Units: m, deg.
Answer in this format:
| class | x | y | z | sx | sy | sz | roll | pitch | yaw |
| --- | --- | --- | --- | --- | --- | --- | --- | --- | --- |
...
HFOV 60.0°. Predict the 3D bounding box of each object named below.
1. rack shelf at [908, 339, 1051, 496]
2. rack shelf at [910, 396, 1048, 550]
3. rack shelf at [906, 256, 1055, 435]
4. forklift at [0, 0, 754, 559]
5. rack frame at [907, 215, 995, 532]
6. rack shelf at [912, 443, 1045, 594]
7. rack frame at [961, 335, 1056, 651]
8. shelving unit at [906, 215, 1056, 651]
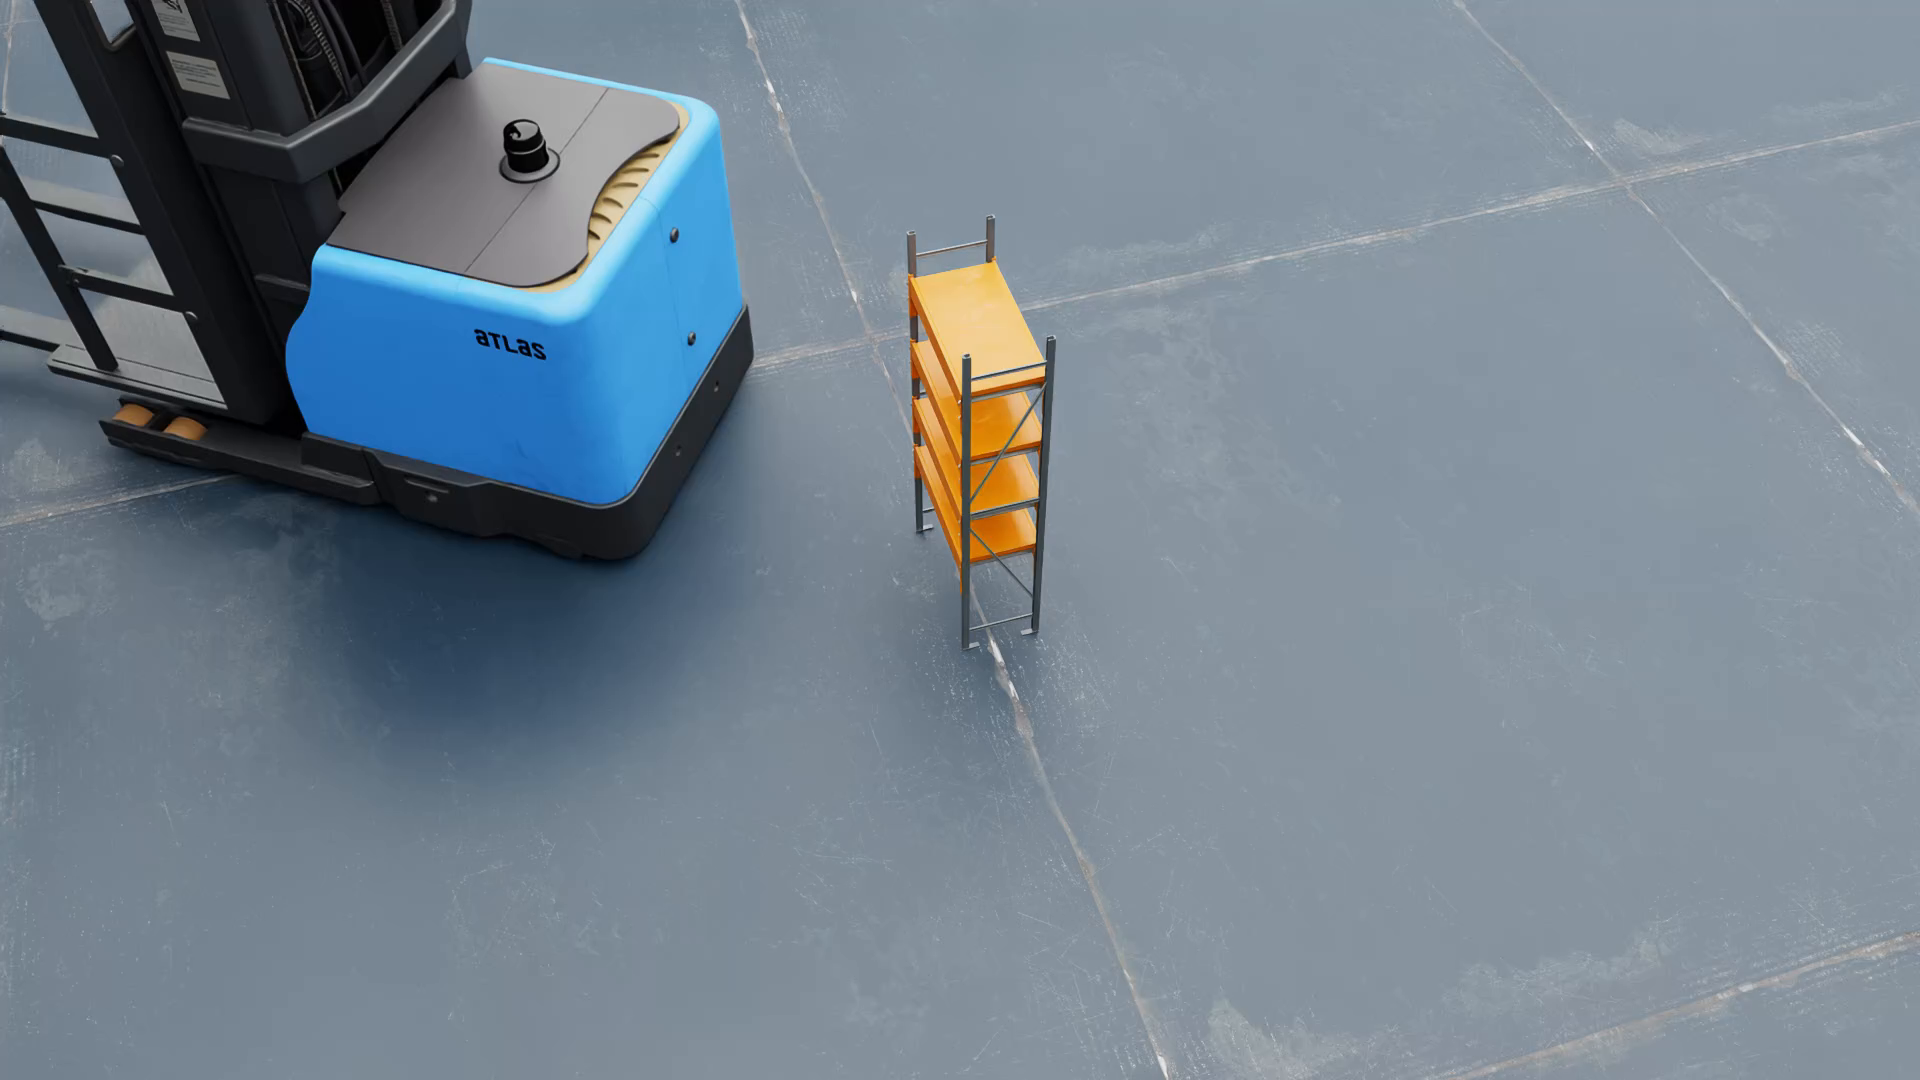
| class | x | y | z | sx | sy | sz | roll | pitch | yaw |
| --- | --- | --- | --- | --- | --- | --- | --- | --- | --- |
| rack shelf | 0.049 | -0.367 | 4.570 | 0.258 | 0.148 | 0.480 | -13 | 51 | -11 |
| rack shelf | 0.049 | -0.222 | 4.741 | 0.258 | 0.148 | 0.480 | -13 | 51 | -11 |
| rack shelf | 0.049 | -0.519 | 4.389 | 0.258 | 0.148 | 0.480 | -13 | 51 | -11 |
| forklift | -2.278 | -1.555 | 4.644 | 3.031 | 2.935 | 1.130 | 14 | 51 | 11 |
| rack frame | -0.023 | -0.444 | 4.840 | 0.240 | 1.200 | 0.015 | -13 | 51 | -11 |
| rack shelf | 0.049 | -0.094 | 4.893 | 0.258 | 0.148 | 0.480 | -13 | 51 | -11 |
| rack frame | 0.121 | -0.088 | 4.539 | 0.240 | 1.200 | 0.015 | -13 | 51 | -11 |
| shelving unit | 0.049 | -0.266 | 4.689 | 0.258 | 1.200 | 0.503 | -13 | 51 | -11 |
